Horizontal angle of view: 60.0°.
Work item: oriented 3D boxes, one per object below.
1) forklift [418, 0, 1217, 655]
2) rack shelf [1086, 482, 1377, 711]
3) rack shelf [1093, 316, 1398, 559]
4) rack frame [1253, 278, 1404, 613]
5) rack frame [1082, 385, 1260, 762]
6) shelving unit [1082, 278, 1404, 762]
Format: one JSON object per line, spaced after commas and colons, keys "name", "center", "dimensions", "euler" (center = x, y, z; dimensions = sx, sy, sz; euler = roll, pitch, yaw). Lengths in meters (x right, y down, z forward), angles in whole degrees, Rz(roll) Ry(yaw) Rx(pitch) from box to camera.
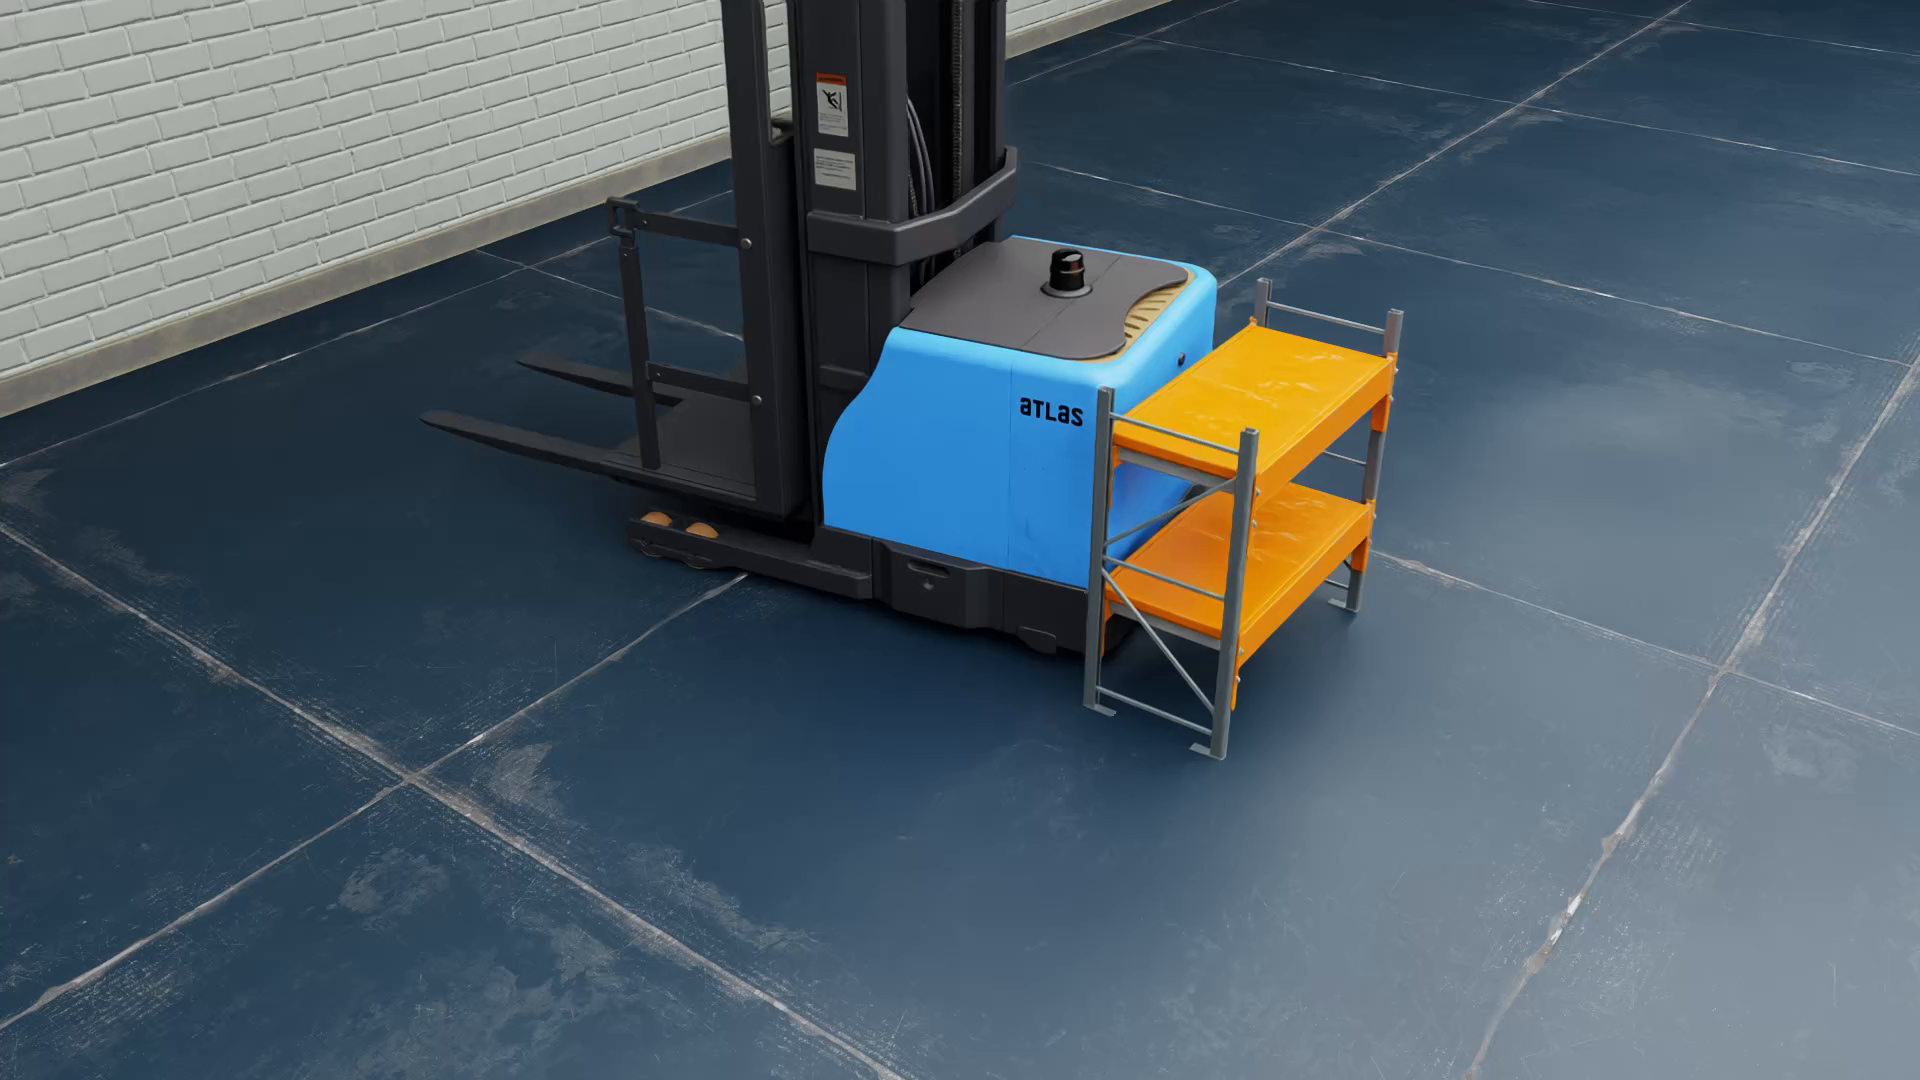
{"name": "forklift", "center": [-0.658, -1.381, 5.705], "dimensions": [3.031, 2.935, 1.130], "euler": [14, 33, 22]}
{"name": "rack shelf", "center": [0.900, 0.116, 5.431], "dimensions": [0.538, 0.278, 1.000], "euler": [20, 36, 30]}
{"name": "rack shelf", "center": [0.900, -0.346, 5.157], "dimensions": [0.538, 0.278, 1.000], "euler": [20, 36, 30]}
{"name": "rack frame", "center": [1.193, -0.307, 5.664], "dimensions": [0.500, 1.125, 0.032], "euler": [20, 36, 30]}
{"name": "rack frame", "center": [0.607, 0.117, 4.949], "dimensions": [0.500, 1.125, 0.032], "euler": [20, 36, 30]}
{"name": "shelving unit", "center": [0.900, -0.095, 5.306], "dimensions": [0.538, 1.125, 1.048], "euler": [20, 36, 30]}
